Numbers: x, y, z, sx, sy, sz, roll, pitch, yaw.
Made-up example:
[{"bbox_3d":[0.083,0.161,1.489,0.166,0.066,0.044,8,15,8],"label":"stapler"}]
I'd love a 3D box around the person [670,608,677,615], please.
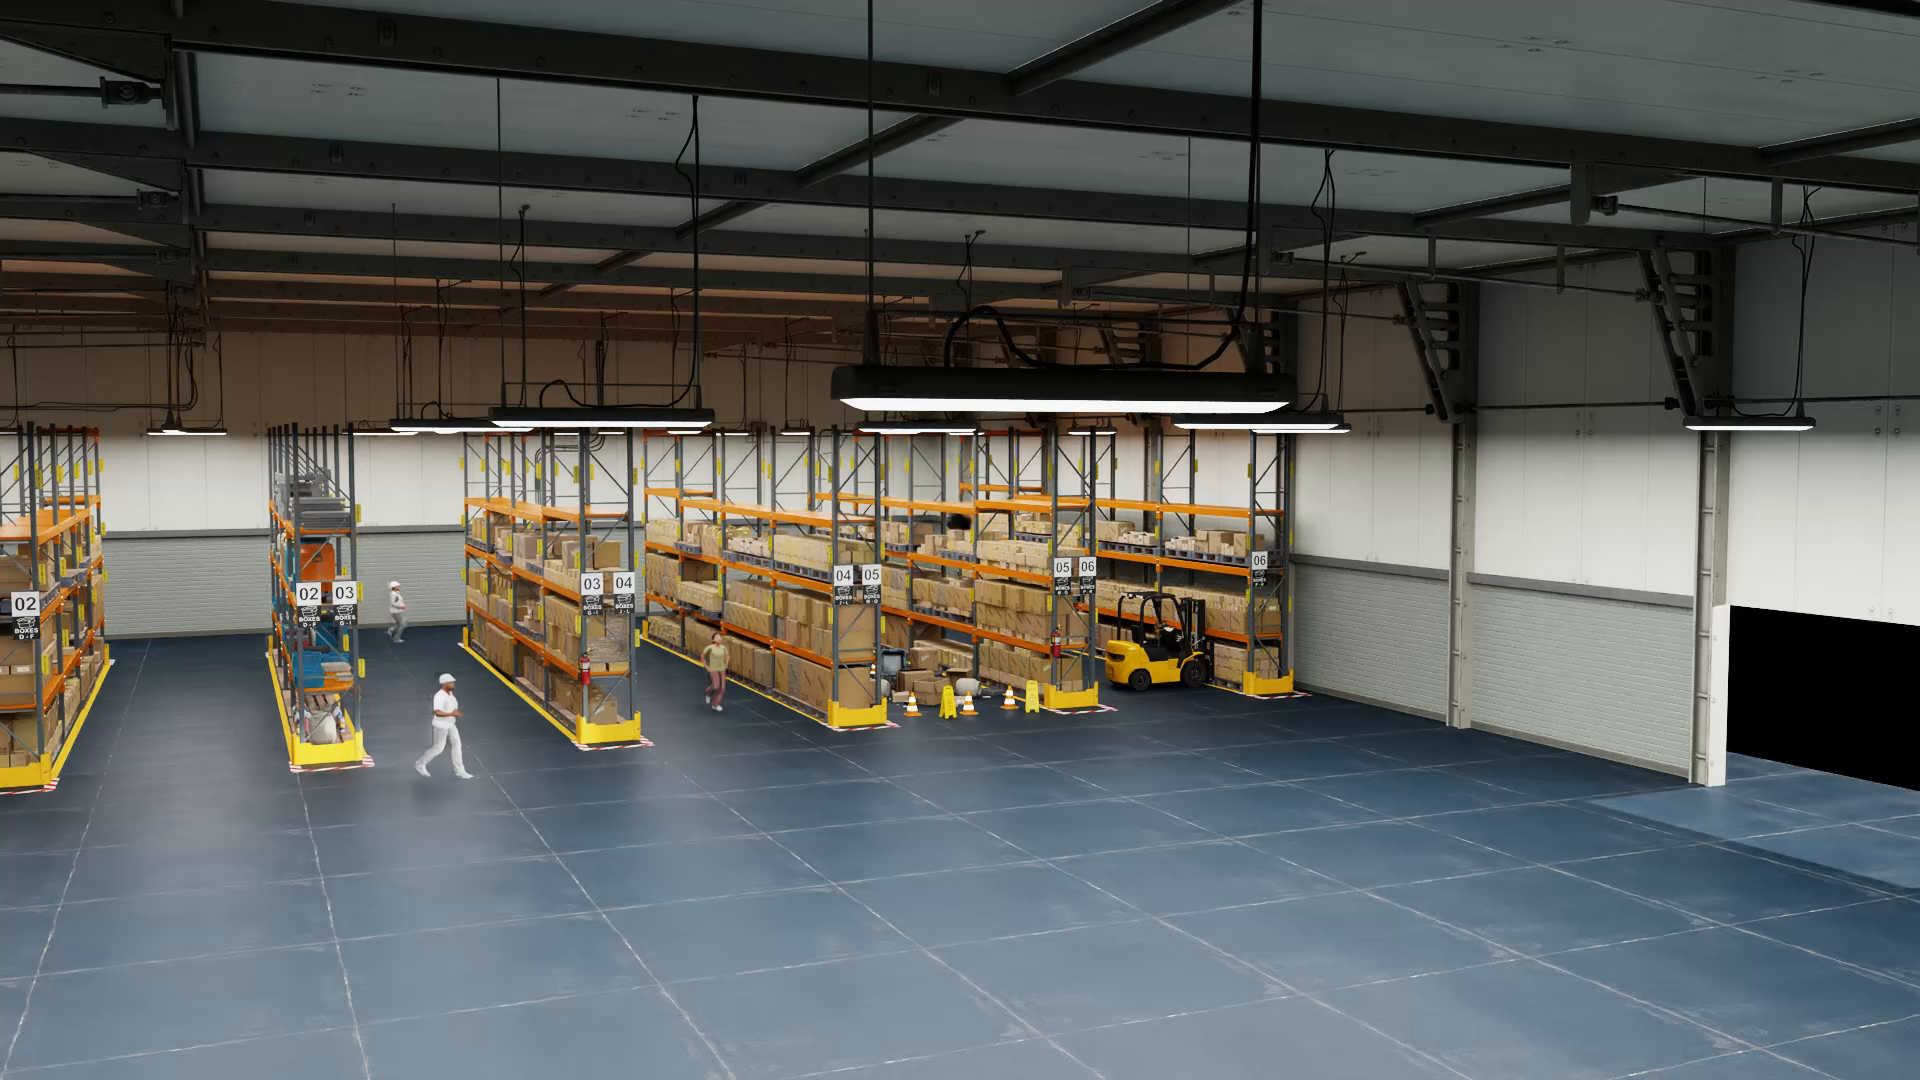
[{"bbox_3d":[-8.355,1.900,49.134,0.663,1.694,0.601,1,4,12],"label":"person"}]

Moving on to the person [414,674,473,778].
[{"bbox_3d":[-8.665,3.122,27.854,0.968,1.766,0.665,0,4,6],"label":"person"}]

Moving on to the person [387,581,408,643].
[{"bbox_3d":[-15.768,2.015,46.582,0.603,1.722,0.656,-1,4,-12],"label":"person"}]

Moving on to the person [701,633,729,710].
[{"bbox_3d":[-5.131,2.889,35.094,0.608,1.392,0.558,-2,4,-32],"label":"person"}]
